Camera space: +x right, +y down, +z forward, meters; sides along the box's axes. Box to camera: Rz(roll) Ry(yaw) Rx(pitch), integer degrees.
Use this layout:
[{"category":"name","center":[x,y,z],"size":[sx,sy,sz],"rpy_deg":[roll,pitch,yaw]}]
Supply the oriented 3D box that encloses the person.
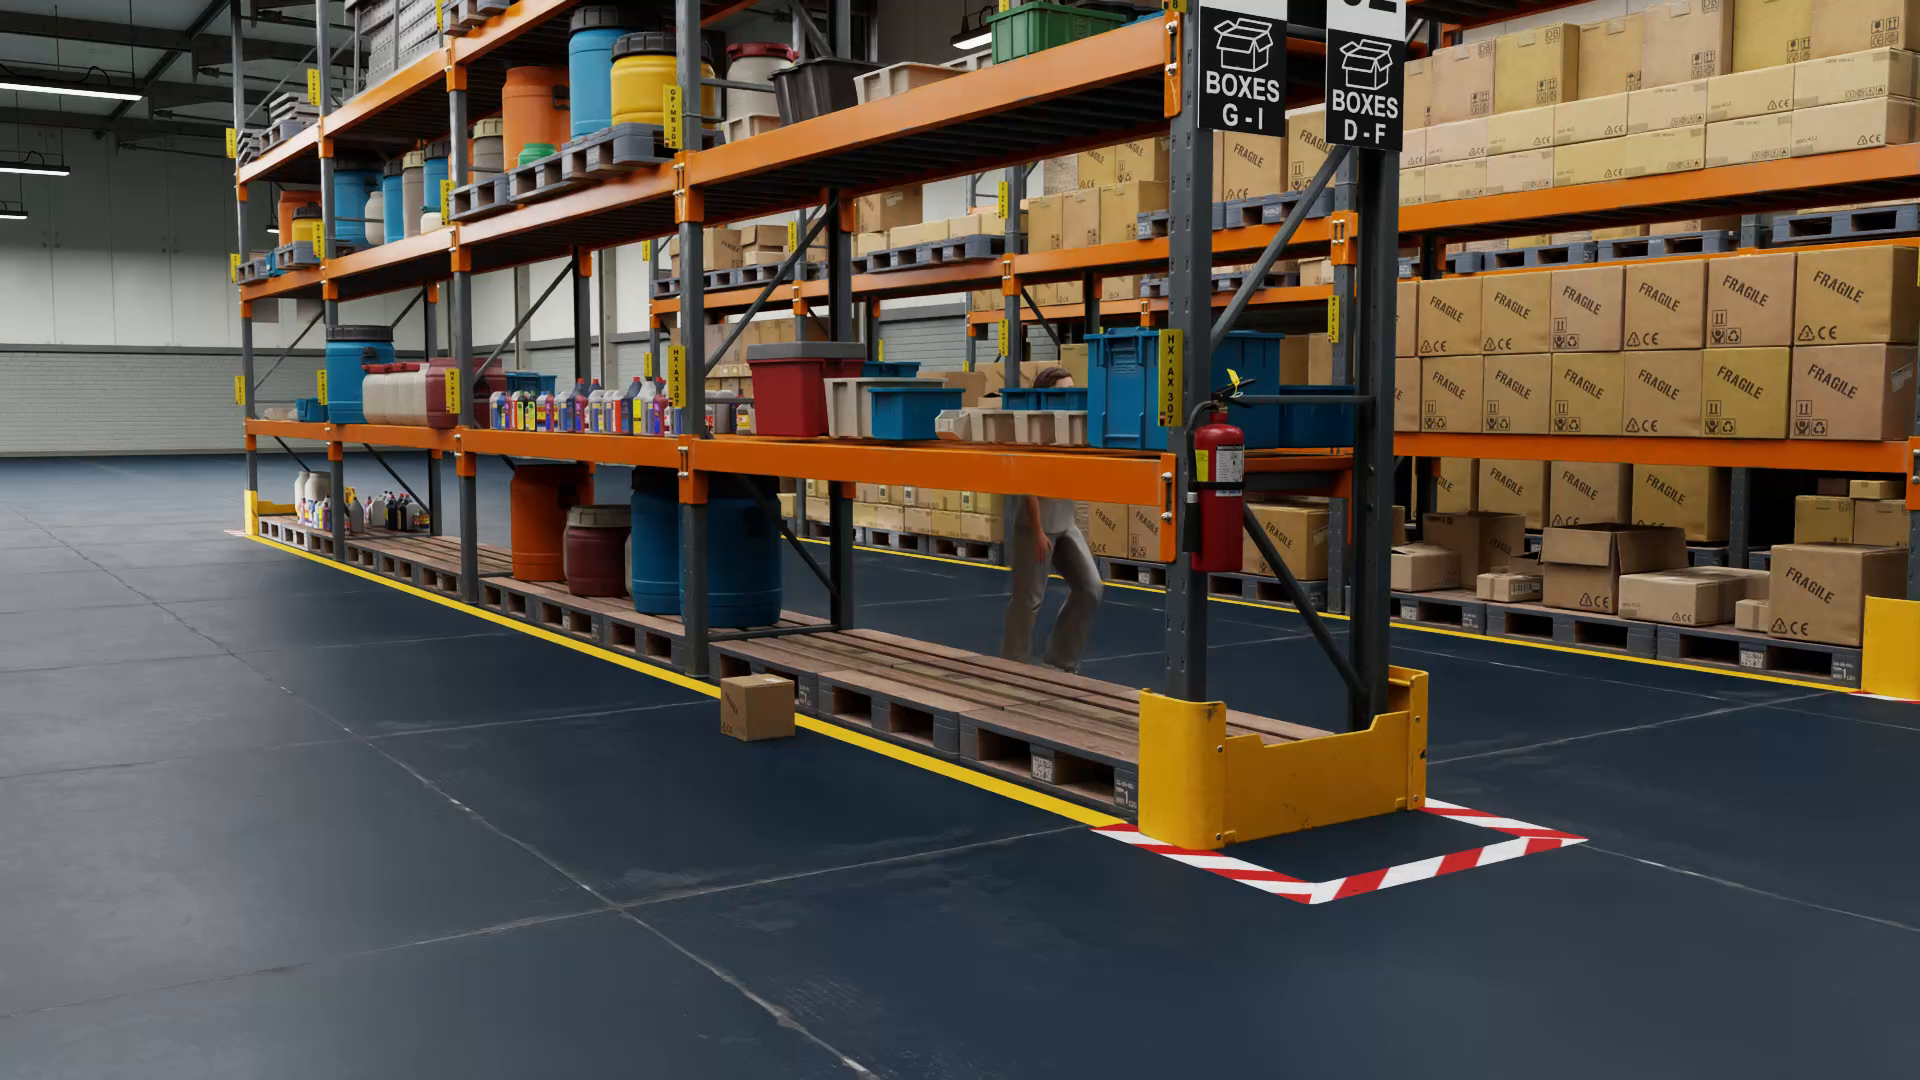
[{"category":"person","center":[0.415,-0.031,8.444],"size":[0.536,1.660,0.472],"rpy_deg":[3,6,32]}]
